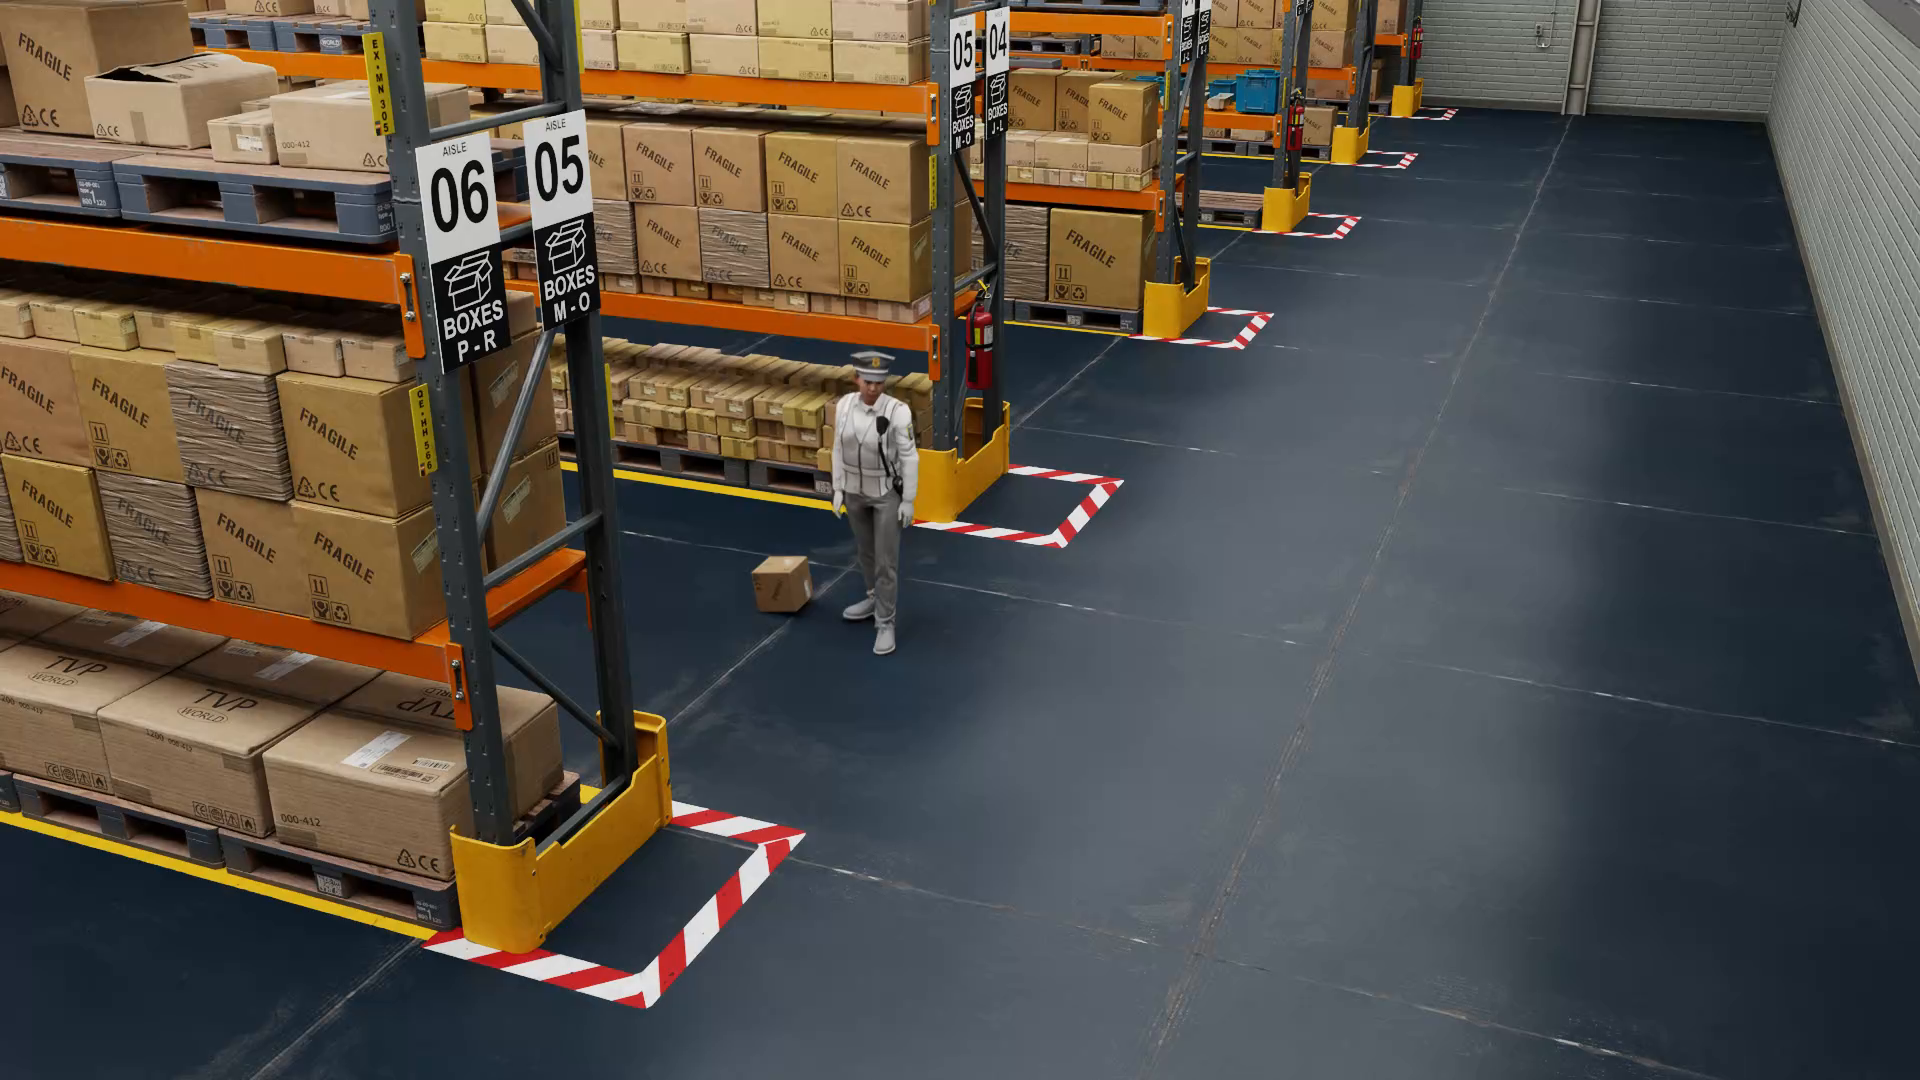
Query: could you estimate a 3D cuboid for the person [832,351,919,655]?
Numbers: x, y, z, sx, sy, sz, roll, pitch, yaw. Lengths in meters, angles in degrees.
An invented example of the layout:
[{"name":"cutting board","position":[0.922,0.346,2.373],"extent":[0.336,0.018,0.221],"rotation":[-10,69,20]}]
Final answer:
[{"name":"person","position":[-0.476,-0.244,9.166],"extent":[0.503,1.679,0.526],"rotation":[10,25,24]}]
